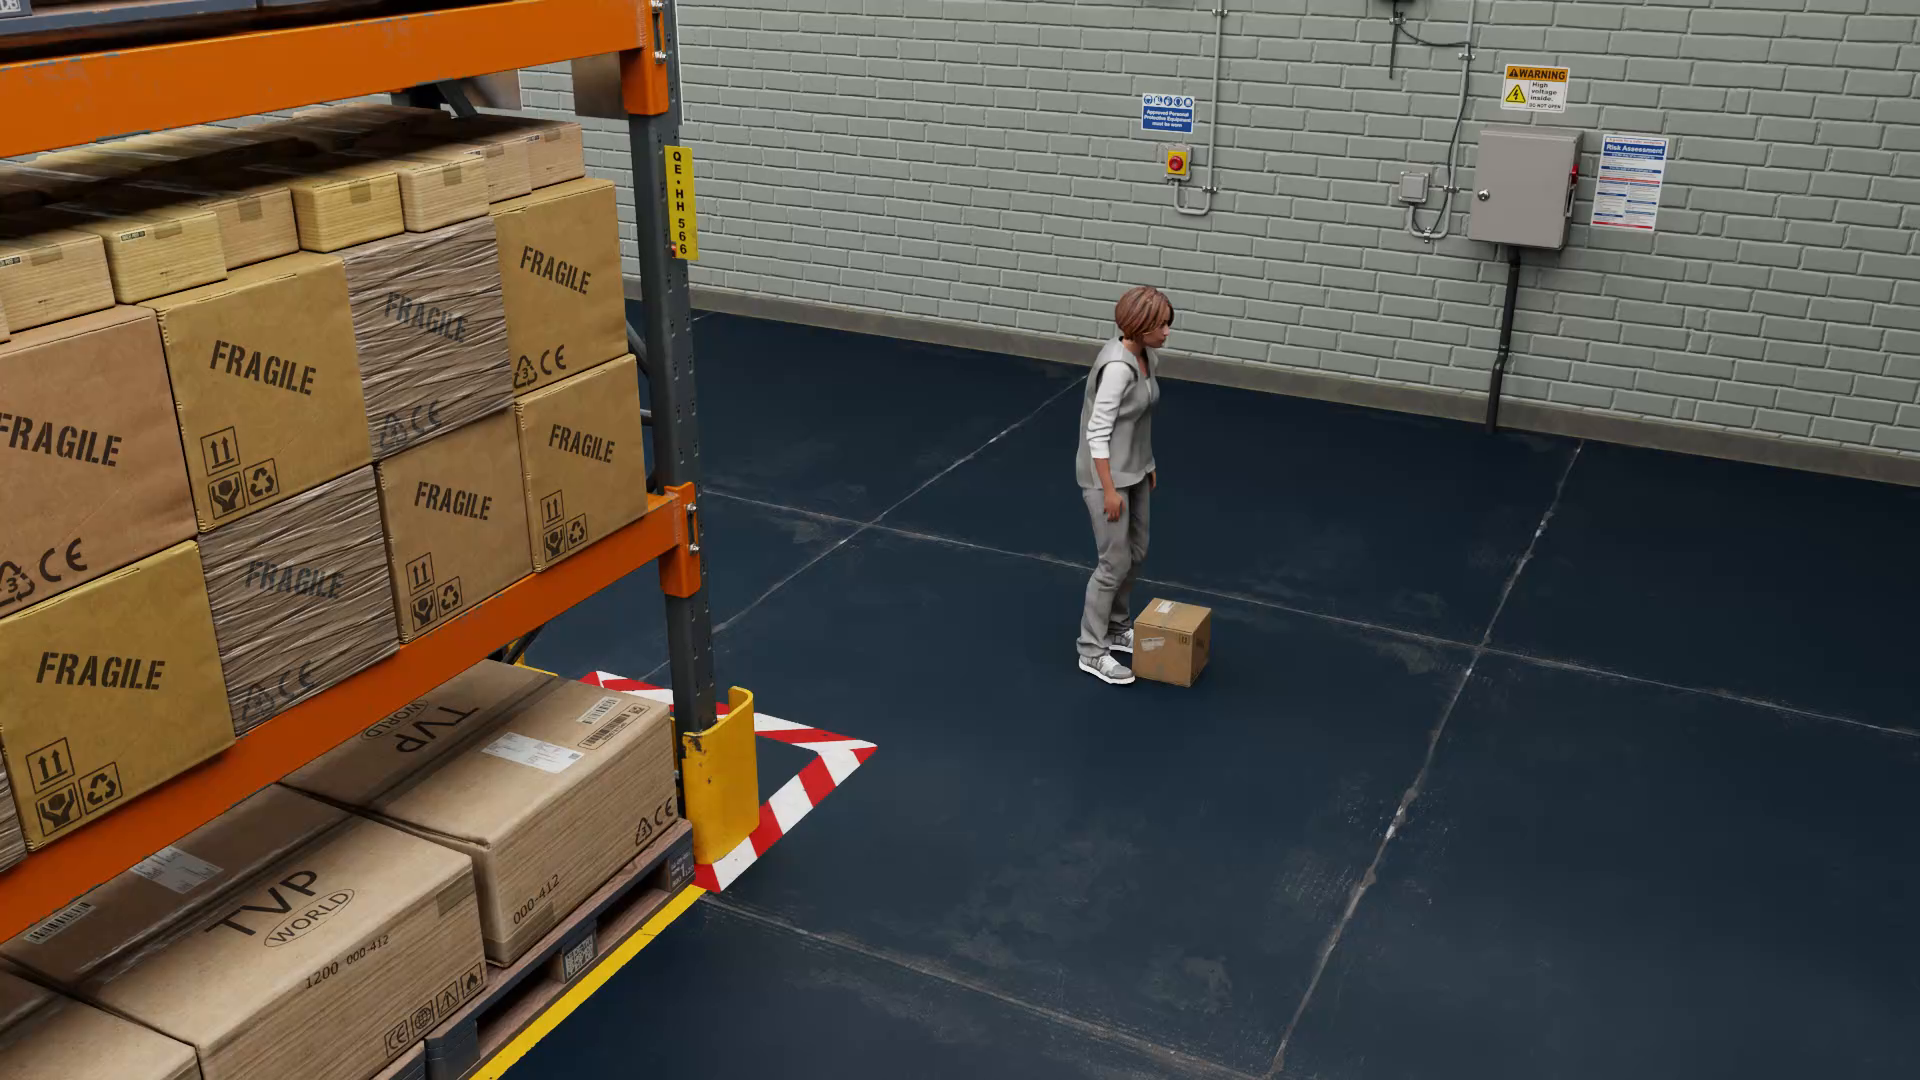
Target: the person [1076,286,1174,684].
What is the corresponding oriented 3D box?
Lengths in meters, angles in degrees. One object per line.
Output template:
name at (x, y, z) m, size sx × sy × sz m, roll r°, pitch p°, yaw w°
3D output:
person at (0.648, -0.237, 6.665) m, size 0.343 × 1.593 × 0.462 m, roll 11°, pitch 26°, yaw 25°
